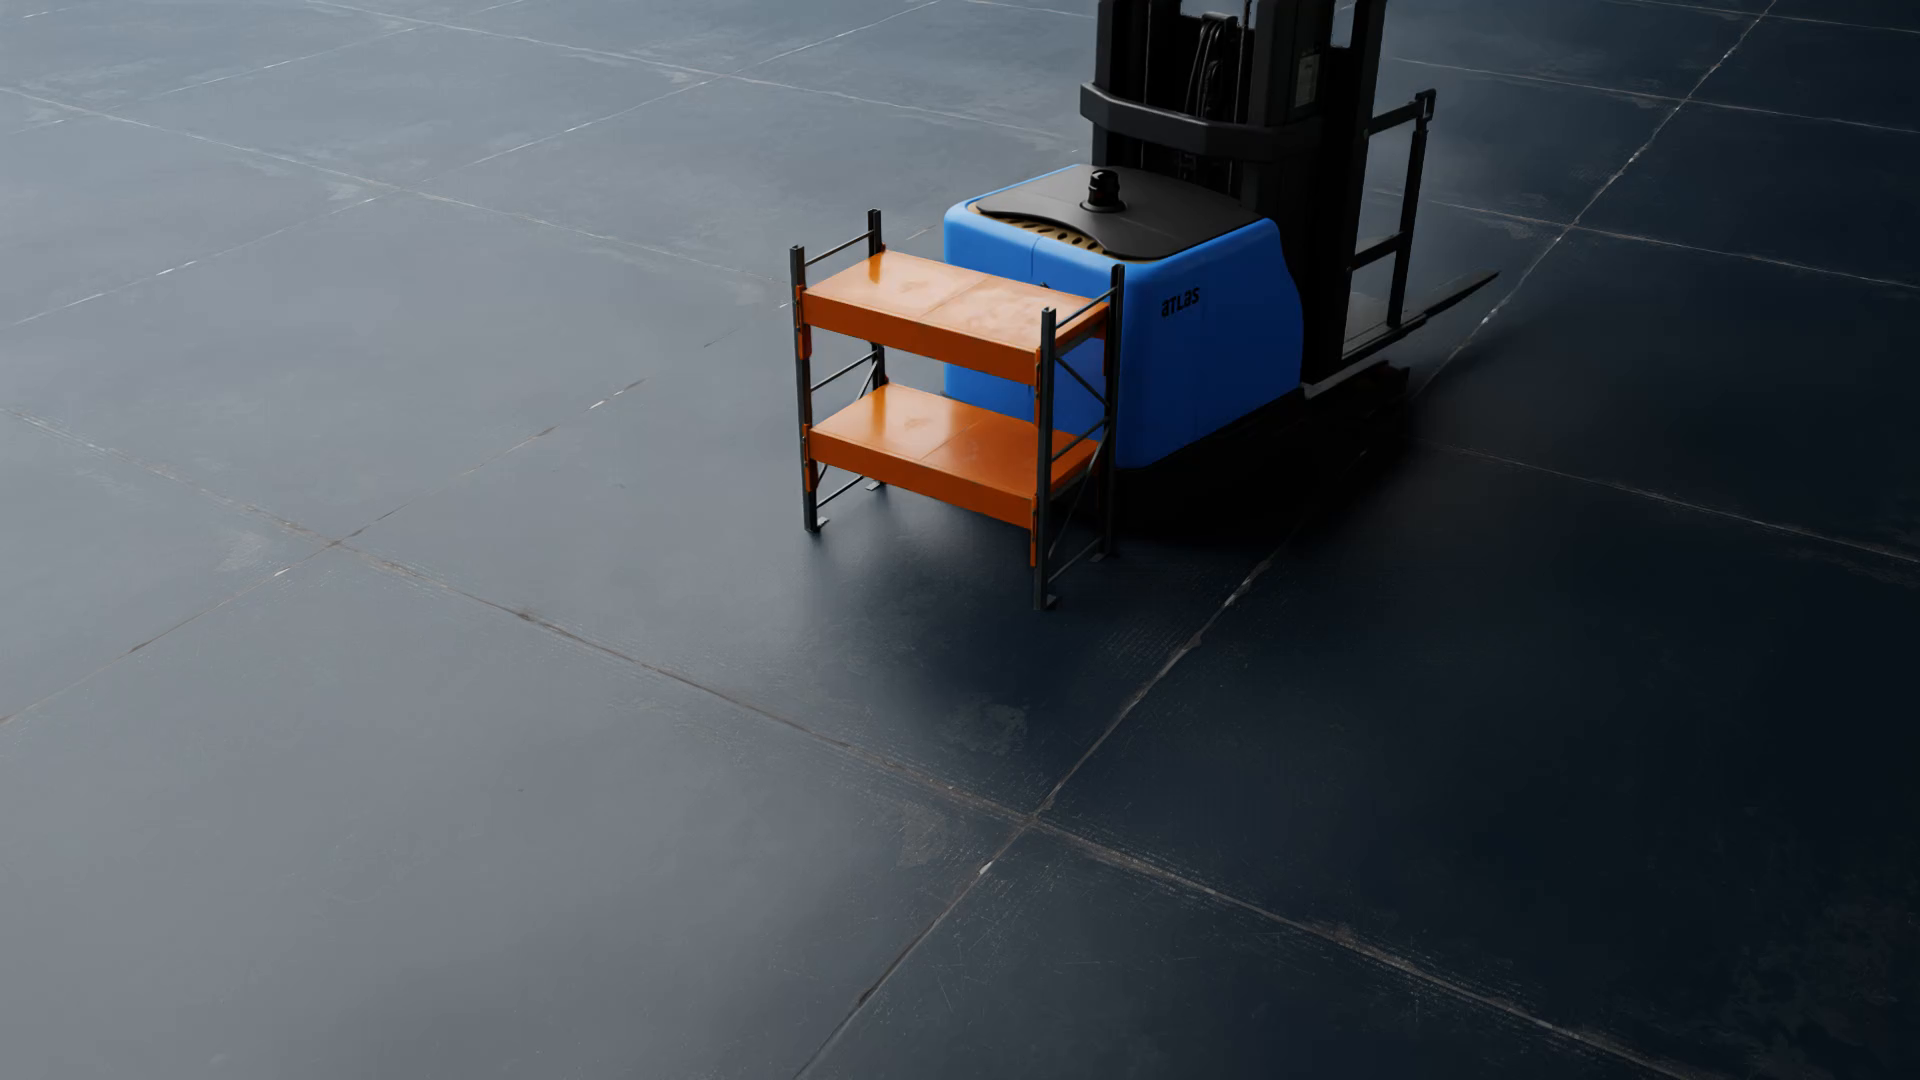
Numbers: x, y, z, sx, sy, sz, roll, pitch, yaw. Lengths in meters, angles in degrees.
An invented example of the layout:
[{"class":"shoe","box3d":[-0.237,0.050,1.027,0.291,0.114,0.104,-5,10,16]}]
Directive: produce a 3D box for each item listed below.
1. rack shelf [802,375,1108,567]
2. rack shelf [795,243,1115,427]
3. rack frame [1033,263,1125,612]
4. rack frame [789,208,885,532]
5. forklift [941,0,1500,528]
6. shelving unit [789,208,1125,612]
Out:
[{"class":"rack shelf","box3d":[-0.016,-0.272,6.085,1.000,0.278,0.538,18,35,29]},{"class":"rack shelf","box3d":[-0.016,-0.736,5.815,1.000,0.278,0.538,18,35,29]},{"class":"rack frame","box3d":[0.407,-0.342,5.719,0.032,1.125,0.500,18,35,29]},{"class":"rack frame","box3d":[-0.440,-0.625,6.205,0.032,1.125,0.500,18,35,29]},{"class":"forklift","box3d":[1.316,-1.955,6.692,1.130,2.935,3.031,26,39,37]},{"class":"shelving unit","box3d":[-0.016,-0.483,5.962,1.048,1.125,0.538,18,35,29]}]
